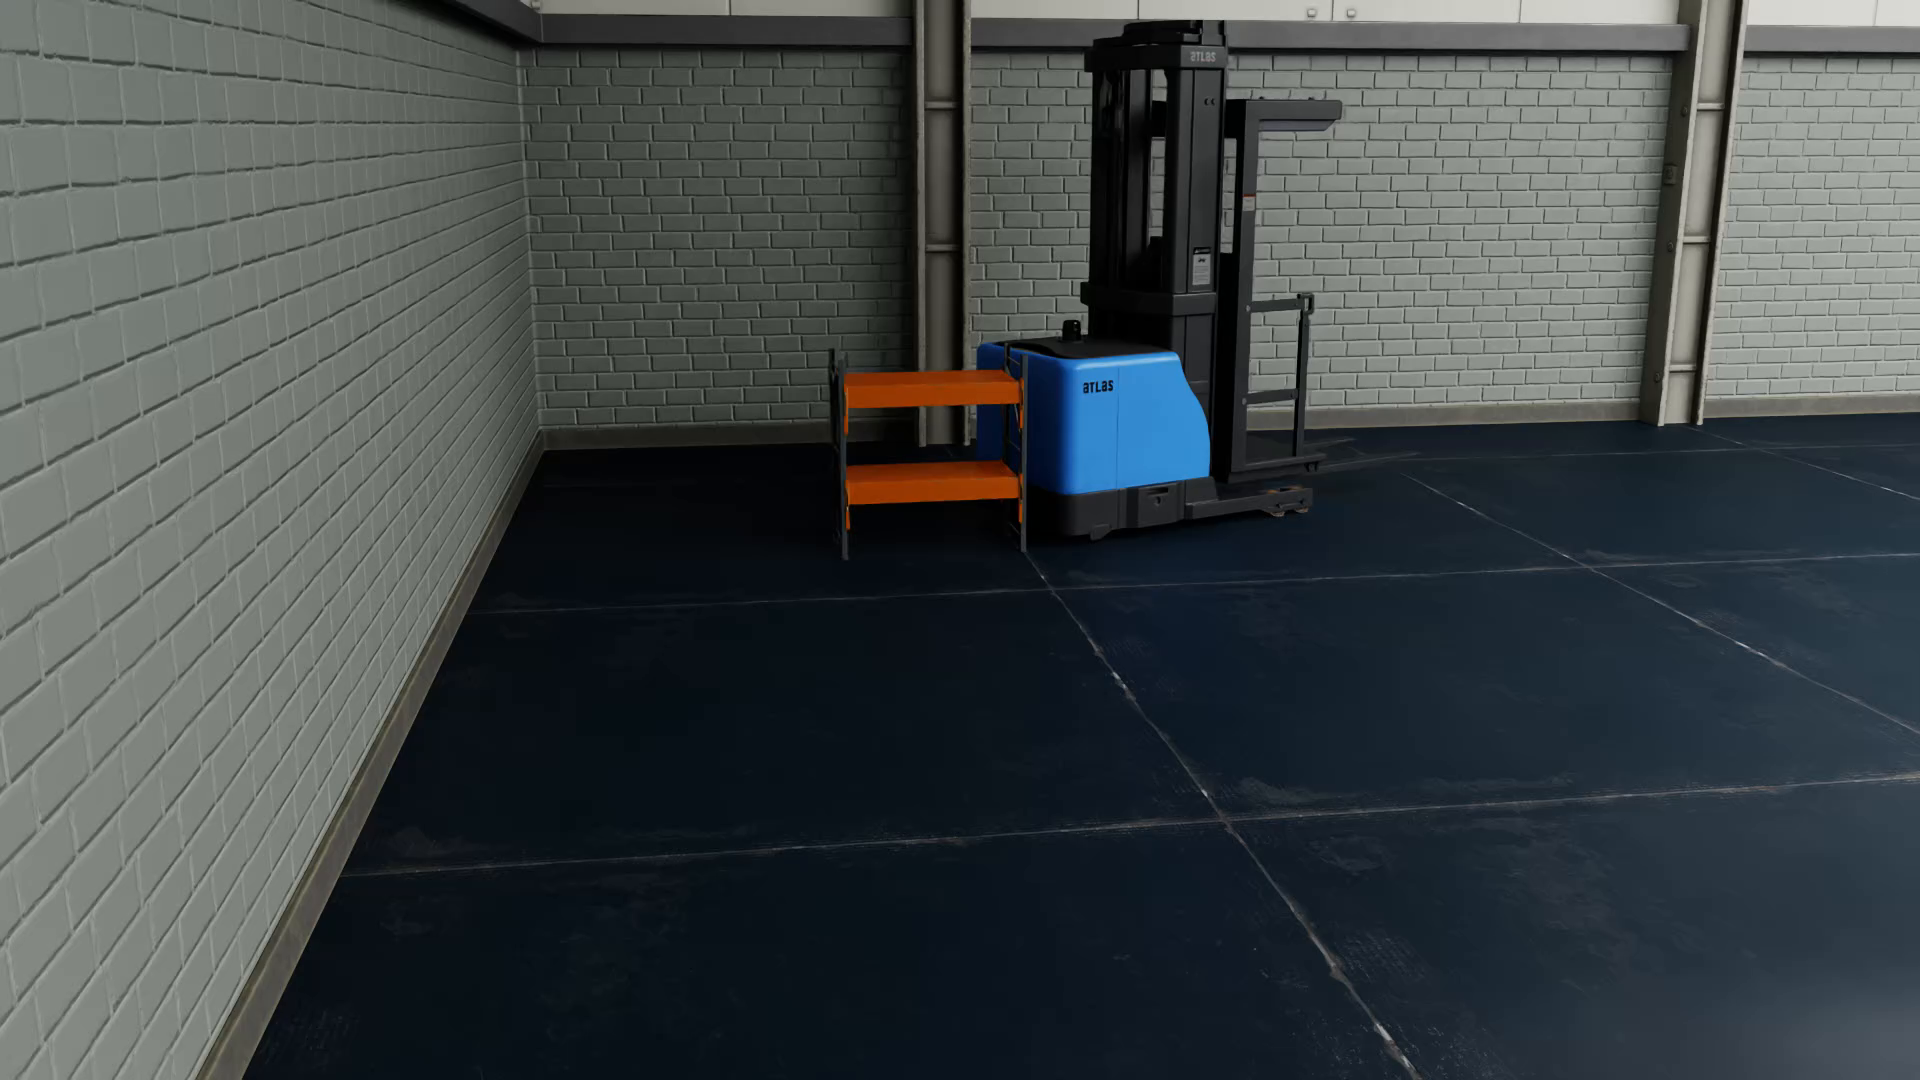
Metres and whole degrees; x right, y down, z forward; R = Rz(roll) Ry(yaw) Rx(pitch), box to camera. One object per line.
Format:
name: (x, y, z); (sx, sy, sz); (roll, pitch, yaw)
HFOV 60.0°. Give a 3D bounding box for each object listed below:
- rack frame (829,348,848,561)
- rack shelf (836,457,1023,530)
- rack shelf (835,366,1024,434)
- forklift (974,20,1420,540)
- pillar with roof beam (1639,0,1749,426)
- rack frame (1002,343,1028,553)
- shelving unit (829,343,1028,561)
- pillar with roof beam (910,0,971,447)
rack frame: (-0.687, -0.490, 9.362); (0.032, 1.125, 0.500); (-3, 14, -10)
rack shelf: (-0.187, -0.275, 9.510); (1.000, 0.278, 0.538); (-3, 14, -10)
rack shelf: (-0.187, -0.796, 9.380); (1.000, 0.278, 0.538); (-3, 14, -10)
forklift: (1.614, -1.664, 10.332); (3.031, 2.935, 1.130); (-8, 16, -30)
pillar with roof beam: (6.433, -4.294, 8.345); (0.400, 9.000, 9.100); (-2, 14, -8)
rack frame: (0.313, -0.534, 9.540); (0.032, 1.125, 0.500); (-3, 14, -10)
shelving unit: (-0.187, -0.512, 9.451); (1.048, 1.125, 0.538); (-3, 14, -10)
pillar with roof beam: (0.500, -4.077, 7.478); (0.400, 9.000, 9.100); (-2, 14, -8)
